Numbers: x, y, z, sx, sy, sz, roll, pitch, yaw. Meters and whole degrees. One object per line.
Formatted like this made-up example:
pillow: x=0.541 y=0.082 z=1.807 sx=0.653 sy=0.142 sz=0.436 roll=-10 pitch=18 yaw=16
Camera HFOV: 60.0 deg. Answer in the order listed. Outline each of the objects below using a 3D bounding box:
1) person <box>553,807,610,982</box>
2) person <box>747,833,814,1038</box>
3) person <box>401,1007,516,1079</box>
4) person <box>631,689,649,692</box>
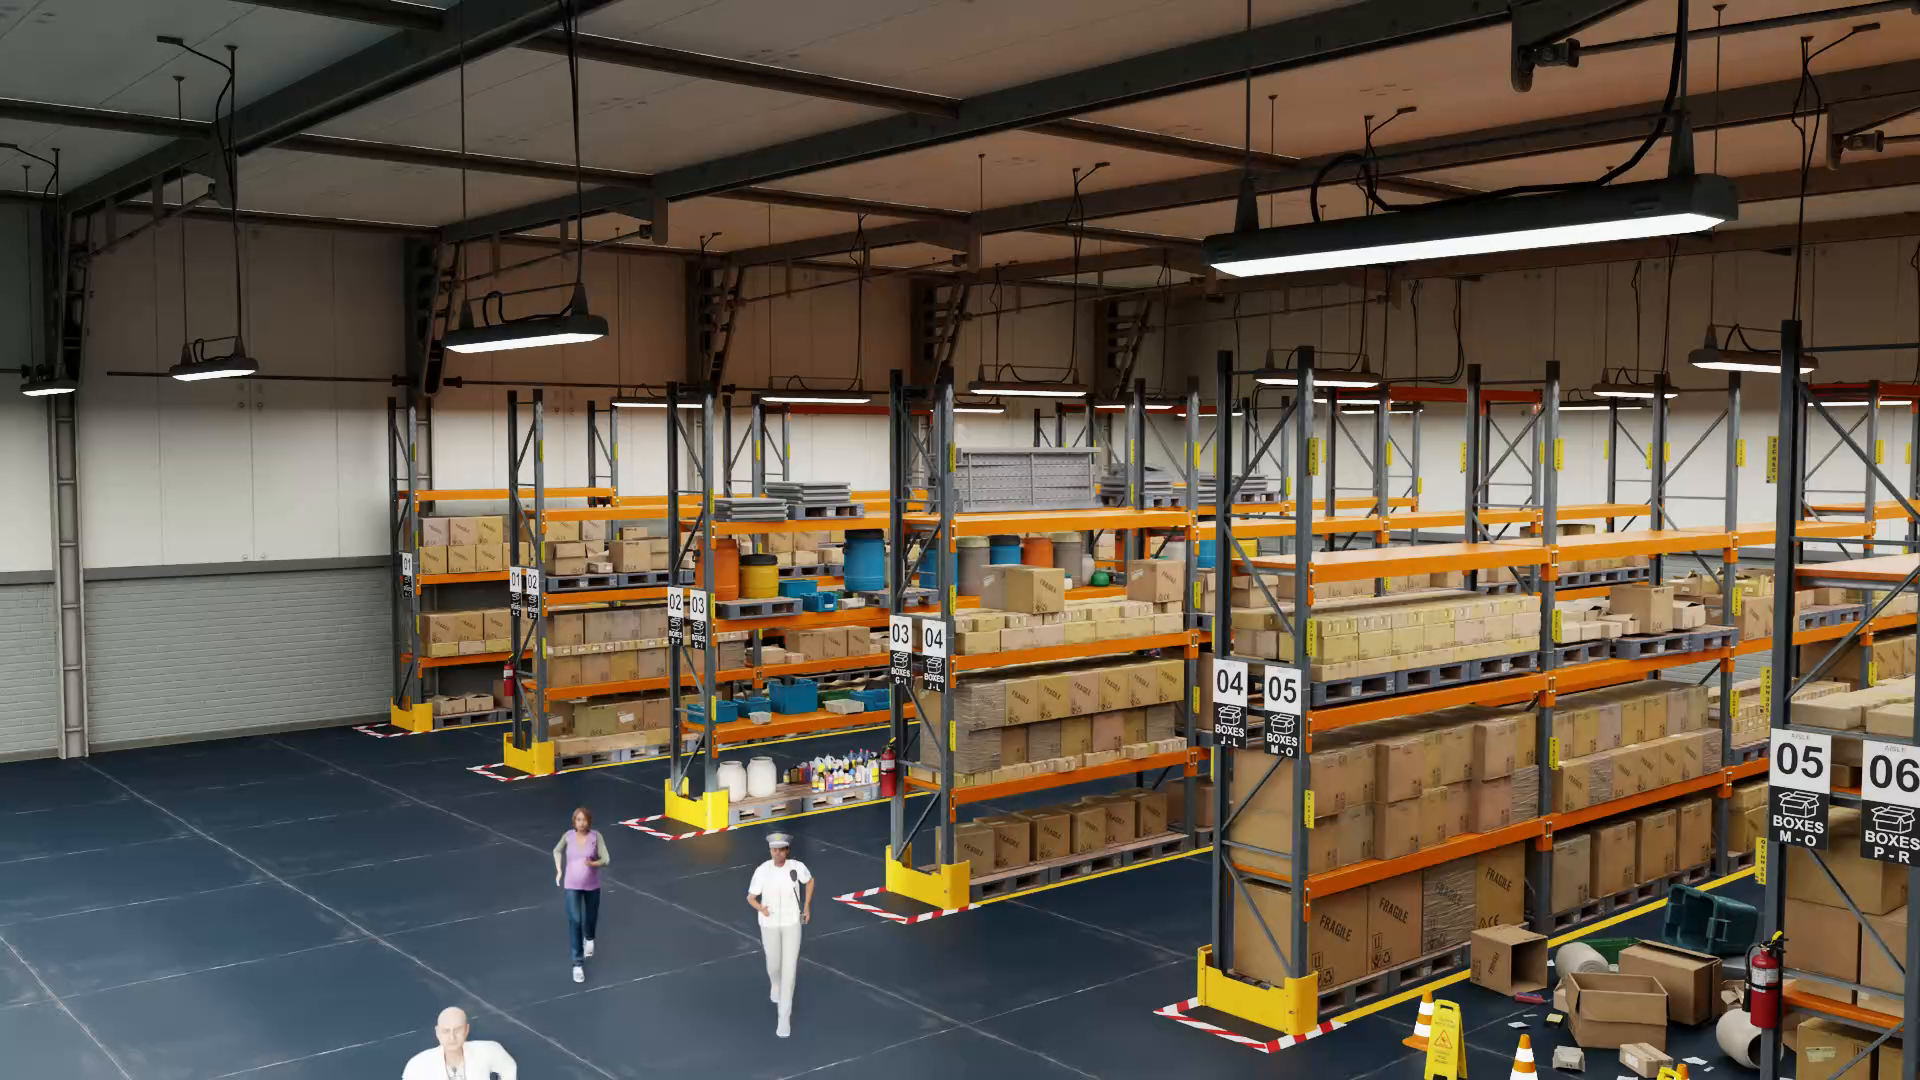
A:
person: x=-3.685 y=3.394 z=16.214 sx=0.531 sy=1.596 sz=0.878 roll=-1 pitch=3 yaw=-15
person: x=-1.603 y=3.451 z=14.857 sx=0.589 sy=1.711 sz=0.923 roll=0 pitch=3 yaw=-3
person: x=-3.022 y=3.698 z=10.002 sx=0.668 sy=1.807 sz=0.877 roll=-1 pitch=3 yaw=-12
person: x=-5.574 y=2.621 z=29.241 sx=0.611 sy=1.670 sz=0.720 roll=3 pitch=5 yaw=43
